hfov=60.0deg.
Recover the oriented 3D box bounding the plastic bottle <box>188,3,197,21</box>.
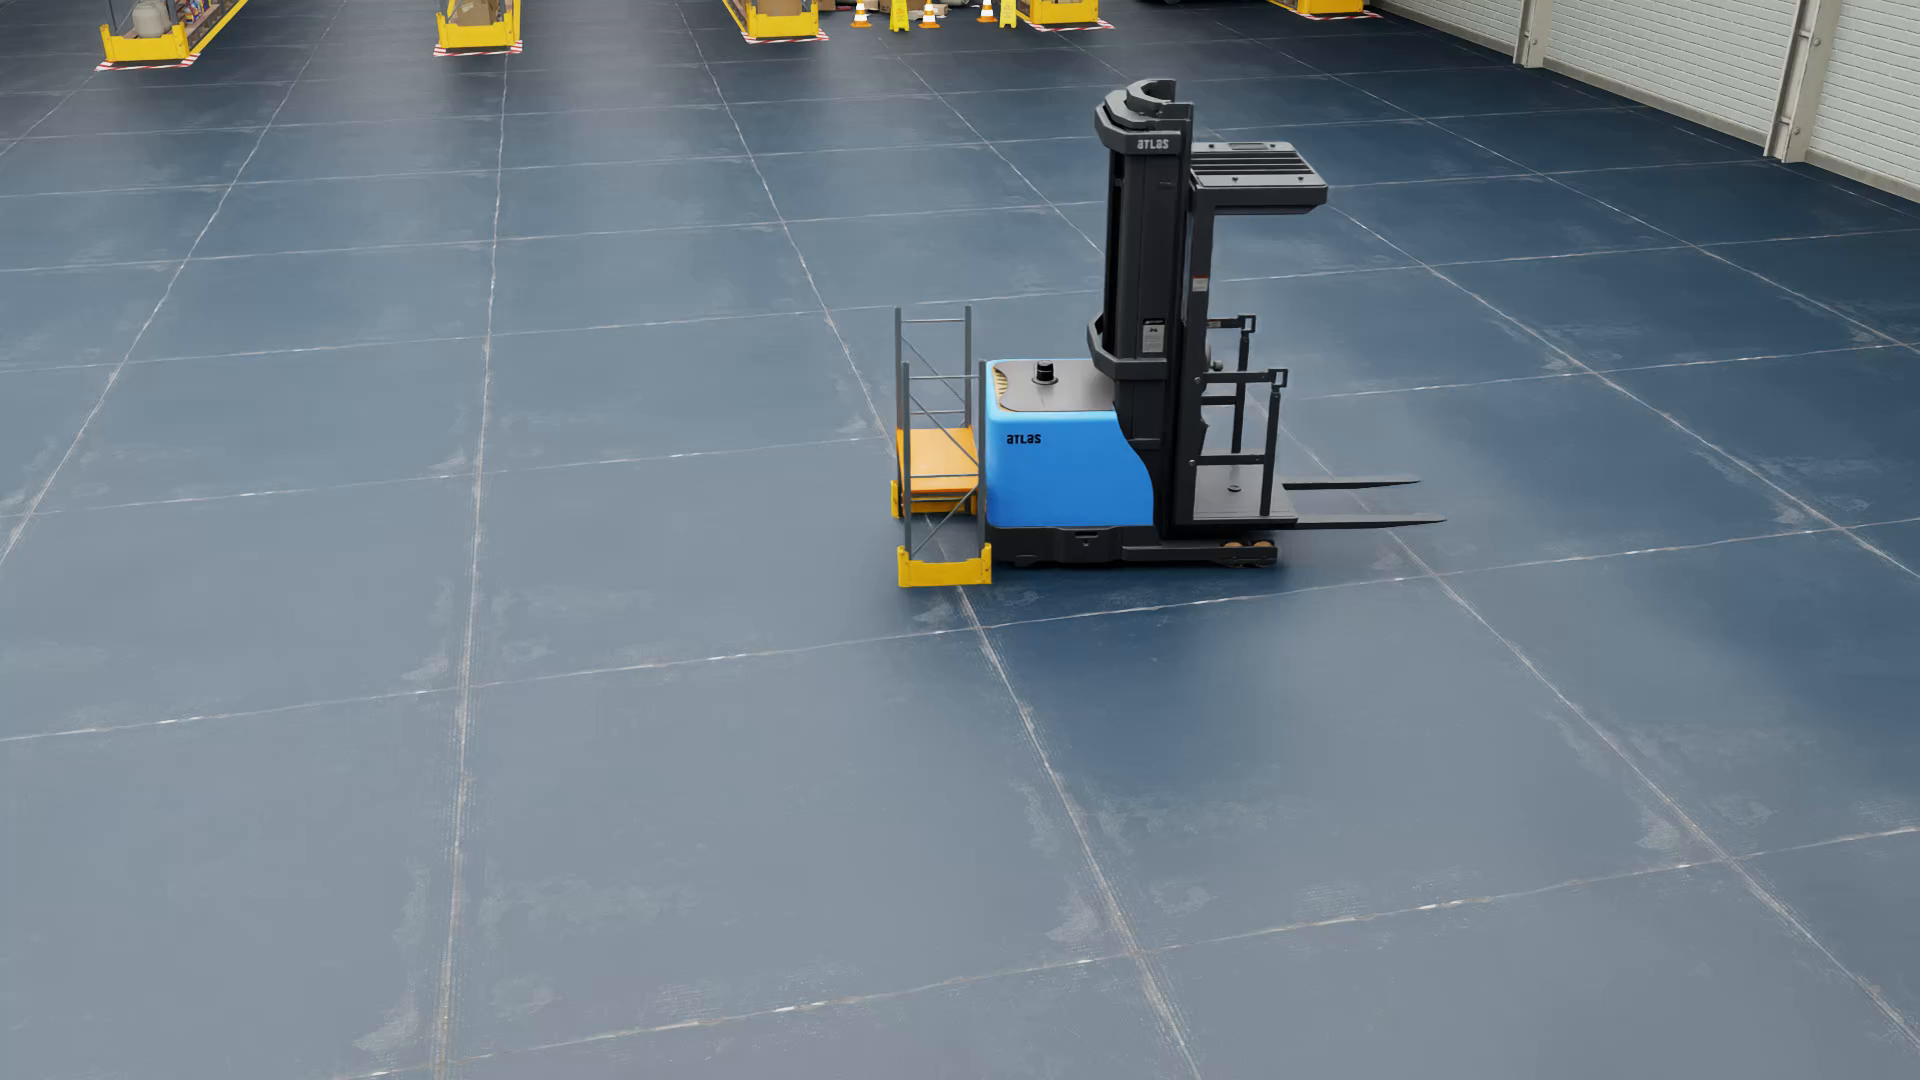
[{"bbox_3d":[-12.832,-8.824,27.790,0.097,0.271,0.097,0,27,0],"label":"plastic bottle"}]

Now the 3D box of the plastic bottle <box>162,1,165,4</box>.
[{"bbox_3d":[-13.497,-8.964,28.062,0.152,0.276,0.135,-6,27,-12],"label":"plastic bottle"}]

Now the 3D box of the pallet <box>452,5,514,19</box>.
[{"bbox_3d":[-8.262,-9.054,28.800,1.003,0.211,1.213,-6,27,-12],"label":"pallet"}]

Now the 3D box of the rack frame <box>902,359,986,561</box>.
[{"bbox_3d":[-0.095,-0.391,10.206,0.500,1.500,0.032,-2,27,-4],"label":"rack frame"}]

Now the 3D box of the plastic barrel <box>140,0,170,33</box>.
[{"bbox_3d":[-12.986,-8.446,26.795,0.421,0.512,0.421,0,27,0],"label":"plastic barrel"}]

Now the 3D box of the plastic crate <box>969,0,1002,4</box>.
[{"bbox_3d":[0.484,-10.057,30.933,0.402,0.080,0.583,-16,31,-29],"label":"plastic crate"}]

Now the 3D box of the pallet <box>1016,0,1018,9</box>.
[{"bbox_3d":[1.394,-10.060,30.793,1.003,0.211,1.213,-6,27,-12],"label":"pallet"}]

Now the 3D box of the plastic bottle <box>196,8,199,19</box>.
[{"bbox_3d":[-12.877,-8.880,27.978,0.097,0.201,0.097,0,27,0],"label":"plastic bottle"}]

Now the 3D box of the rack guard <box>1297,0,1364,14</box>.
[{"bbox_3d":[6.671,-9.756,29.871,1.175,0.500,0.348,-6,27,-12],"label":"rack guard"}]

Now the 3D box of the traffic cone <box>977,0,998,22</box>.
[{"bbox_3d":[0.477,-9.302,29.012,0.336,0.463,0.334,-6,27,-12],"label":"traffic cone"}]

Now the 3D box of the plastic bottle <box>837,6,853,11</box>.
[{"bbox_3d":[-2.078,-9.628,30.104,0.283,0.061,0.133,-16,31,-29],"label":"plastic bottle"}]

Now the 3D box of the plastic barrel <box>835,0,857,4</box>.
[{"bbox_3d":[-2.120,-10.093,30.624,0.512,0.421,0.421,13,30,24],"label":"plastic barrel"}]

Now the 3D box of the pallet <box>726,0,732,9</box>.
[{"bbox_3d":[-3.775,-9.999,30.673,1.003,0.211,1.213,-6,27,-12],"label":"pallet"}]

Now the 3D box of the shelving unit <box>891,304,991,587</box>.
[{"bbox_3d":[-0.136,-0.623,10.666,0.587,1.500,1.083,-2,27,-4],"label":"shelving unit"}]

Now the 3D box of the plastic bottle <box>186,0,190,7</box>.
[{"bbox_3d":[-13.080,-9.045,28.214,0.061,0.283,0.133,-6,27,-12],"label":"plastic bottle"}]

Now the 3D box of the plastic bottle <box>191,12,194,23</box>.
[{"bbox_3d":[-12.778,-8.688,27.597,0.097,0.201,0.097,0,27,0],"label":"plastic bottle"}]

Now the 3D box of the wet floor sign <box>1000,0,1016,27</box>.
[{"bbox_3d":[0.831,-9.134,28.476,0.267,0.644,0.232,3,27,6],"label":"wet floor sign"}]

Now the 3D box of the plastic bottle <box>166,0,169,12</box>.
[{"bbox_3d":[-13.633,-9.256,28.556,0.144,0.351,0.185,-6,27,-12],"label":"plastic bottle"}]

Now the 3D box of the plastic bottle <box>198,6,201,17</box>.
[{"bbox_3d":[-12.923,-8.970,28.157,0.097,0.201,0.097,0,27,0],"label":"plastic bottle"}]

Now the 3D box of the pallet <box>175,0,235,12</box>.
[{"bbox_3d":[-13.766,-9.719,30.119,1.003,0.211,1.213,-6,27,-12],"label":"pallet"}]

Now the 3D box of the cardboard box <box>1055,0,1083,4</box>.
[{"bbox_3d":[1.918,-9.719,29.609,0.500,0.250,0.500,-6,27,-12],"label":"cardboard box"}]

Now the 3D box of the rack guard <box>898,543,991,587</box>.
[{"bbox_3d":[-0.097,0.159,10.505,0.587,0.250,0.087,-2,27,-4],"label":"rack guard"}]

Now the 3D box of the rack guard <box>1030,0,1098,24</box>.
[{"bbox_3d":[1.814,-9.294,28.956,1.175,0.500,0.348,-6,27,-12],"label":"rack guard"}]

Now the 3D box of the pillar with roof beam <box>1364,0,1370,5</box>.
[{"bbox_3d":[3.193,-13.521,27.897,9.100,9.000,0.400,-6,27,-12],"label":"pillar with roof beam"}]

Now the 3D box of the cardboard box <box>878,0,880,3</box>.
[{"bbox_3d":[-1.251,-10.247,30.688,0.797,0.637,0.503,-6,27,-12],"label":"cardboard box"}]

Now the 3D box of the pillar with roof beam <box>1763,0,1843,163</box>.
[{"bbox_3d":[5.897,-8.253,17.460,9.100,9.000,0.400,-6,27,-12],"label":"pillar with roof beam"}]

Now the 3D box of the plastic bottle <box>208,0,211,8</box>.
[{"bbox_3d":[-13.122,-9.430,28.976,0.061,0.283,0.133,-5,27,-9],"label":"plastic bottle"}]

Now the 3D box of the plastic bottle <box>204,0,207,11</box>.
[{"bbox_3d":[-13.082,-9.300,28.644,0.144,0.351,0.185,-7,28,-14],"label":"plastic bottle"}]

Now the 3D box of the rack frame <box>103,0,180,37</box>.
[{"bbox_3d":[-12.650,-8.868,25.336,1.000,3.000,0.127,-6,27,-12],"label":"rack frame"}]

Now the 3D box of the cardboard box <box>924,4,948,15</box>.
[{"bbox_3d":[-0.433,-9.474,29.702,0.380,0.149,0.250,8,28,15],"label":"cardboard box"}]

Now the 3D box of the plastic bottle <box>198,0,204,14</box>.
[{"bbox_3d":[-13.009,-9.158,28.363,0.144,0.351,0.185,-6,27,-12],"label":"plastic bottle"}]

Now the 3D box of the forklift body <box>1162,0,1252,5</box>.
[{"bbox_3d":[4.461,-11.151,30.802,2.313,2.155,1.214,-6,27,-12],"label":"forklift body"}]

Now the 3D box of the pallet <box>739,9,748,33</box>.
[{"bbox_3d":[-3.226,-8.928,28.551,1.003,0.211,1.213,-6,27,-12],"label":"pallet"}]

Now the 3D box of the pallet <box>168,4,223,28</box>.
[{"bbox_3d":[-13.441,-9.080,28.851,1.003,0.211,1.213,-6,27,-12],"label":"pallet"}]

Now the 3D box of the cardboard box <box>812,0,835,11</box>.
[{"bbox_3d":[-2.521,-9.894,30.141,0.500,0.500,0.500,-1,27,-3],"label":"cardboard box"}]

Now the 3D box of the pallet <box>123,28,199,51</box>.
[{"bbox_3d":[-12.891,-8.008,26.729,1.003,0.211,1.213,-6,27,-12],"label":"pallet"}]

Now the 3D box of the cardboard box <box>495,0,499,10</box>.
[{"bbox_3d":[-8.322,-9.503,28.904,0.500,0.500,0.500,-8,28,-16],"label":"cardboard box"}]

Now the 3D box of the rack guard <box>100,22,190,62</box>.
[{"bbox_3d":[-12.713,-7.780,25.956,1.175,0.500,0.348,-6,27,-12],"label":"rack guard"}]

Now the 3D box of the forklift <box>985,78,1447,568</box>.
[{"bbox_3d":[1.660,-1.365,10.548,3.031,2.935,1.130,-1,27,-2],"label":"forklift"}]

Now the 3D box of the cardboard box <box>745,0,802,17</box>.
[{"bbox_3d":[-3.186,-9.360,28.203,0.875,0.875,0.875,-6,27,-11],"label":"cardboard box"}]

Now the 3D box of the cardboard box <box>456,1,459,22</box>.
[{"bbox_3d":[-8.117,-8.977,27.861,0.500,0.500,0.500,1,27,2],"label":"cardboard box"}]
